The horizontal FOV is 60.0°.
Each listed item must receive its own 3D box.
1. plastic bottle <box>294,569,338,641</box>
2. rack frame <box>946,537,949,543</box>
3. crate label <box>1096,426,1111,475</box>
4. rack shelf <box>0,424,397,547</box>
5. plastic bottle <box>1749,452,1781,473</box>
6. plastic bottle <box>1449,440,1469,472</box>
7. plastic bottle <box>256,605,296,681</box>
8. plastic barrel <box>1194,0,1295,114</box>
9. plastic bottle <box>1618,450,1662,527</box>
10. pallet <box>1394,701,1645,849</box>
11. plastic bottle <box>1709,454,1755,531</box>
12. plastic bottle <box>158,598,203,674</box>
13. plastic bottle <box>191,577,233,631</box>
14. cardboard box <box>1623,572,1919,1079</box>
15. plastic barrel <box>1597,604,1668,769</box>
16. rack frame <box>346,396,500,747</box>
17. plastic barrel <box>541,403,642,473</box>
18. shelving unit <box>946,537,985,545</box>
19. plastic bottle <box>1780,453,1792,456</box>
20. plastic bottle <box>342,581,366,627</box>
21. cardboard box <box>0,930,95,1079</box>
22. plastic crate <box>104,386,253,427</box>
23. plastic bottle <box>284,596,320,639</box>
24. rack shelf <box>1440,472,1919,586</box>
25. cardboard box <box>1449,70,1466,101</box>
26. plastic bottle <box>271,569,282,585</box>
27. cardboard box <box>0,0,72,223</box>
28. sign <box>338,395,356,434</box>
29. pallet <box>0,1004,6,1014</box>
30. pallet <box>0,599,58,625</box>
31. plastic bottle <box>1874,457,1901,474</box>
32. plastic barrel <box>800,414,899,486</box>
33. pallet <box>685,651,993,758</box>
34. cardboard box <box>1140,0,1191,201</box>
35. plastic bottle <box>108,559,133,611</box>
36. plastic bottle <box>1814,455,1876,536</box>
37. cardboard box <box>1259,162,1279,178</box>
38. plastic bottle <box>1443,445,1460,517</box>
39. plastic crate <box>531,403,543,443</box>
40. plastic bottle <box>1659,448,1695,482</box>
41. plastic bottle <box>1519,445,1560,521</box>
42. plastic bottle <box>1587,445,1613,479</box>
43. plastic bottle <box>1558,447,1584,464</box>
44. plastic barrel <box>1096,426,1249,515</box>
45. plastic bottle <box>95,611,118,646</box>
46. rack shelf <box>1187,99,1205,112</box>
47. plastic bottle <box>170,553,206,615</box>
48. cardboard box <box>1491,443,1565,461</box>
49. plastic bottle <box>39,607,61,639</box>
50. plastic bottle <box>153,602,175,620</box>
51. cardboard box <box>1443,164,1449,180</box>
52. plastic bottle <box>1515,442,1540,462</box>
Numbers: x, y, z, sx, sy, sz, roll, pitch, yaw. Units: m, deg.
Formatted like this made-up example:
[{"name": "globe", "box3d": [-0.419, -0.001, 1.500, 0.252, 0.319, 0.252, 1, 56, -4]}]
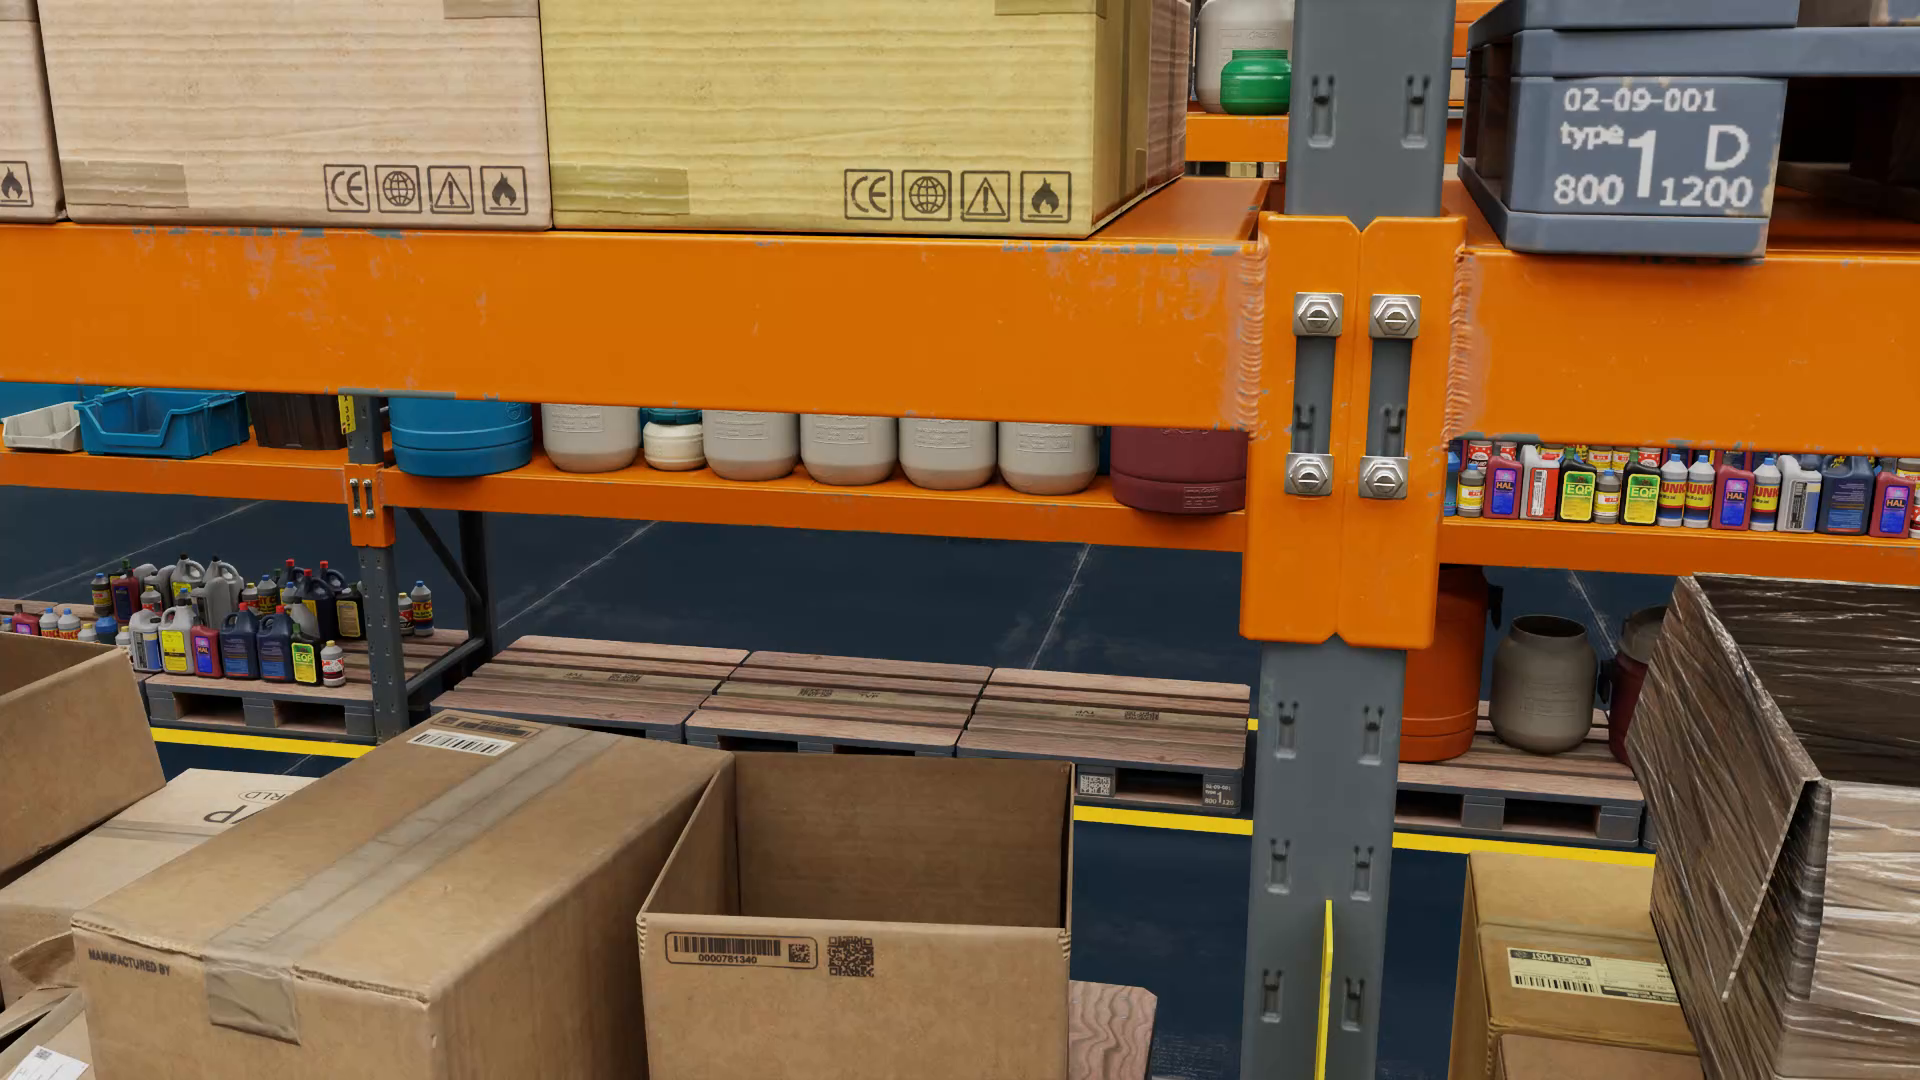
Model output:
[{"name": "plastic bottle", "box3d": [-3.238, 0.321, 8.351, 0.185, 0.351, 0.144, 3, 16, 11]}, {"name": "rack frame", "box3d": [-0.067, -0.510, 10.865, 0.008, 1.050, 0.200, 3, 16, 11]}, {"name": "crate label", "box3d": [0.499, -0.557, 7.319, 0.616, 0.435, 0.502, 3, 16, 11]}, {"name": "rack shelf", "box3d": [-4.461, -0.389, 8.126, 4.000, 0.370, 1.077, 3, 16, 11]}, {"name": "plastic bottle", "box3d": [3.320, -0.357, 6.880, 0.133, 0.283, 0.061, 3, 16, 11]}, {"name": "plastic bottle", "box3d": [2.126, -0.438, 7.174, 0.133, 0.283, 0.061, 3, 16, 11]}, {"name": "plastic bottle", "box3d": [-3.190, 0.476, 7.792, 0.185, 0.351, 0.144, 3, 16, 10]}, {"name": "plastic barrel", "box3d": [1.175, -2.013, 6.811, 0.421, 0.512, 0.421, 0, 15, 0]}, {"name": "plastic bottle", "box3d": [2.580, -0.197, 6.303, 0.133, 0.283, 0.061, 3, 16, 11]}, {"name": "pallet", "box3d": [2.200, 0.958, 7.138, 1.213, 0.211, 1.003, 3, 16, 11]}, {"name": "plastic bottle", "box3d": [2.902, -0.180, 6.240, 0.133, 0.283, 0.061, 3, 16, 11]}, {"name": "plastic bottle", "box3d": [-3.694, 0.449, 7.891, 0.185, 0.351, 0.144, 3, 16, 11]}, {"name": "plastic bottle", "box3d": [-3.816, 0.327, 8.471, 0.135, 0.276, 0.152, 3, 16, 11]}, {"name": "cardboard box", "box3d": [1.145, 0.390, 1.897, 0.637, 0.503, 0.797, 4, 16, 13]}, {"name": "plastic barrel", "box3d": [3.008, 0.625, 6.849, 0.708, 0.588, 0.600, 3, 16, 11]}, {"name": "rack frame", "box3d": [-2.501, -0.630, 7.646, 0.127, 3.000, 1.000, 3, 16, 11]}, {"name": "plastic barrel", "box3d": [-1.607, -0.587, 7.237, 0.433, 0.535, 0.433, 0, 15, 0]}, {"name": "shelving unit", "box3d": [0.052, -0.503, 10.842, 0.252, 1.050, 0.215, 3, 16, 11]}, {"name": "plastic bottle", "box3d": [3.480, -0.386, 6.859, 0.185, 0.351, 0.144, 3, 16, 11]}, {"name": "plastic bottle", "box3d": [-3.048, 0.329, 8.462, 0.135, 0.276, 0.152, 4, 16, 13]}, {"name": "cardboard box", "box3d": [-1.256, 0.723, 2.227, 0.258, 0.266, 0.396, 3, 16, 10]}, {"name": "plastic crate", "box3d": [-3.775, -0.674, 8.201, 0.662, 0.188, 0.450, 3, 16, 11]}, {"name": "plastic bottle", "box3d": [-3.161, 0.438, 7.928, 0.185, 0.351, 0.144, 3, 16, 11]}, {"name": "rack shelf", "box3d": [3.379, 0.036, 6.590, 4.000, 0.370, 1.077, 3, 16, 11]}, {"name": "cardboard box", "box3d": [3.343, -3.165, 10.991, 0.500, 0.500, 0.910, 3, 16, 11]}, {"name": "plastic bottle", "box3d": [-3.548, 0.286, 8.604, 0.133, 0.283, 0.061, 4, 16, 14]}, {"name": "cardboard box", "box3d": [-1.063, -0.506, 1.861, 0.500, 0.250, 0.500, 4, 16, 13]}, {"name": "sign", "box3d": [-2.622, -0.620, 7.091, 0.005, 0.325, 0.100, 3, 16, 11]}, {"name": "pallet", "box3d": [-1.516, 0.877, 2.567, 1.213, 0.211, 1.003, 3, 16, 11]}, {"name": "pallet", "box3d": [-5.542, 0.538, 8.655, 1.213, 0.211, 1.003, 3, 16, 11]}, {"name": "plastic bottle", "box3d": [3.826, -0.330, 6.797, 0.135, 0.276, 0.152, 3, 16, 11]}, {"name": "plastic barrel", "box3d": [-0.464, -0.525, 7.013, 0.433, 0.535, 0.433, 0, 15, 0]}, {"name": "pallet", "box3d": [-0.525, 0.810, 7.672, 1.213, 0.211, 1.003, 3, 16, 11]}, {"name": "cardboard box", "box3d": [0.022, -0.586, 2.150, 0.500, 0.250, 0.500, 3, 16, 12]}, {"name": "plastic bottle", "box3d": [-4.416, 0.239, 8.774, 0.133, 0.283, 0.061, 4, 16, 12]}, {"name": "plastic bottle", "box3d": [3.293, -0.202, 6.195, 0.185, 0.351, 0.144, 3, 16, 11]}, {"name": "cardboard box", "box3d": [3.049, -3.592, 16.113, 0.250, 0.149, 0.380, 1, 16, 4]}, {"name": "plastic bottle", "box3d": [1.887, -0.234, 6.458, 0.097, 0.271, 0.097, 0, 15, 0]}, {"name": "plastic crate", "box3d": [-1.966, -0.715, 7.833, 0.583, 0.464, 0.402, 3, 16, 11]}, {"name": "plastic bottle", "box3d": [3.020, -0.390, 6.999, 0.133, 0.283, 0.061, 3, 16, 11]}, {"name": "plastic bottle", "box3d": [2.232, -0.225, 6.417, 0.135, 0.276, 0.152, 3, 16, 11]}, {"name": "plastic bottle", "box3d": [2.713, -0.362, 7.052, 0.097, 0.201, 0.097, 0, 15, 0]}, {"name": "plastic bottle", "box3d": [2.352, -0.225, 6.427, 0.097, 0.271, 0.097, 0, 15, 0]}, {"name": "plastic barrel", "box3d": [0.904, -0.428, 6.662, 0.708, 0.536, 0.600, 3, 16, 11]}, {"name": "plastic bottle", "box3d": [-4.074, 0.473, 7.953, 0.097, 0.271, 0.097, 0, 15, 0]}, {"name": "rack shelf", "box3d": [0.450, -2.918, 11.634, 4.000, 0.370, 1.077, 3, 16, 11]}, {"name": "plastic bottle", "box3d": [-3.993, 0.241, 8.641, 0.185, 0.351, 0.144, 4, 16, 13]}, {"name": "cardboard box", "box3d": [3.803, -0.566, 11.276, 0.500, 0.500, 0.500, 3, 16, 10]}, {"name": "plastic bottle", "box3d": [-4.370, 0.457, 8.011, 0.097, 0.271, 0.097, 0, 15, 0]}, {"name": "plastic bottle", "box3d": [-3.832, 0.444, 8.036, 0.133, 0.283, 0.061, 3, 16, 11]}, {"name": "cardboard box", "box3d": [4.313, -3.451, 15.645, 0.500, 0.250, 0.500, 3, 16, 10]}, {"name": "plastic bottle", "box3d": [2.426, -0.411, 7.099, 0.097, 0.271, 0.097, 0, 15, 0]}]
